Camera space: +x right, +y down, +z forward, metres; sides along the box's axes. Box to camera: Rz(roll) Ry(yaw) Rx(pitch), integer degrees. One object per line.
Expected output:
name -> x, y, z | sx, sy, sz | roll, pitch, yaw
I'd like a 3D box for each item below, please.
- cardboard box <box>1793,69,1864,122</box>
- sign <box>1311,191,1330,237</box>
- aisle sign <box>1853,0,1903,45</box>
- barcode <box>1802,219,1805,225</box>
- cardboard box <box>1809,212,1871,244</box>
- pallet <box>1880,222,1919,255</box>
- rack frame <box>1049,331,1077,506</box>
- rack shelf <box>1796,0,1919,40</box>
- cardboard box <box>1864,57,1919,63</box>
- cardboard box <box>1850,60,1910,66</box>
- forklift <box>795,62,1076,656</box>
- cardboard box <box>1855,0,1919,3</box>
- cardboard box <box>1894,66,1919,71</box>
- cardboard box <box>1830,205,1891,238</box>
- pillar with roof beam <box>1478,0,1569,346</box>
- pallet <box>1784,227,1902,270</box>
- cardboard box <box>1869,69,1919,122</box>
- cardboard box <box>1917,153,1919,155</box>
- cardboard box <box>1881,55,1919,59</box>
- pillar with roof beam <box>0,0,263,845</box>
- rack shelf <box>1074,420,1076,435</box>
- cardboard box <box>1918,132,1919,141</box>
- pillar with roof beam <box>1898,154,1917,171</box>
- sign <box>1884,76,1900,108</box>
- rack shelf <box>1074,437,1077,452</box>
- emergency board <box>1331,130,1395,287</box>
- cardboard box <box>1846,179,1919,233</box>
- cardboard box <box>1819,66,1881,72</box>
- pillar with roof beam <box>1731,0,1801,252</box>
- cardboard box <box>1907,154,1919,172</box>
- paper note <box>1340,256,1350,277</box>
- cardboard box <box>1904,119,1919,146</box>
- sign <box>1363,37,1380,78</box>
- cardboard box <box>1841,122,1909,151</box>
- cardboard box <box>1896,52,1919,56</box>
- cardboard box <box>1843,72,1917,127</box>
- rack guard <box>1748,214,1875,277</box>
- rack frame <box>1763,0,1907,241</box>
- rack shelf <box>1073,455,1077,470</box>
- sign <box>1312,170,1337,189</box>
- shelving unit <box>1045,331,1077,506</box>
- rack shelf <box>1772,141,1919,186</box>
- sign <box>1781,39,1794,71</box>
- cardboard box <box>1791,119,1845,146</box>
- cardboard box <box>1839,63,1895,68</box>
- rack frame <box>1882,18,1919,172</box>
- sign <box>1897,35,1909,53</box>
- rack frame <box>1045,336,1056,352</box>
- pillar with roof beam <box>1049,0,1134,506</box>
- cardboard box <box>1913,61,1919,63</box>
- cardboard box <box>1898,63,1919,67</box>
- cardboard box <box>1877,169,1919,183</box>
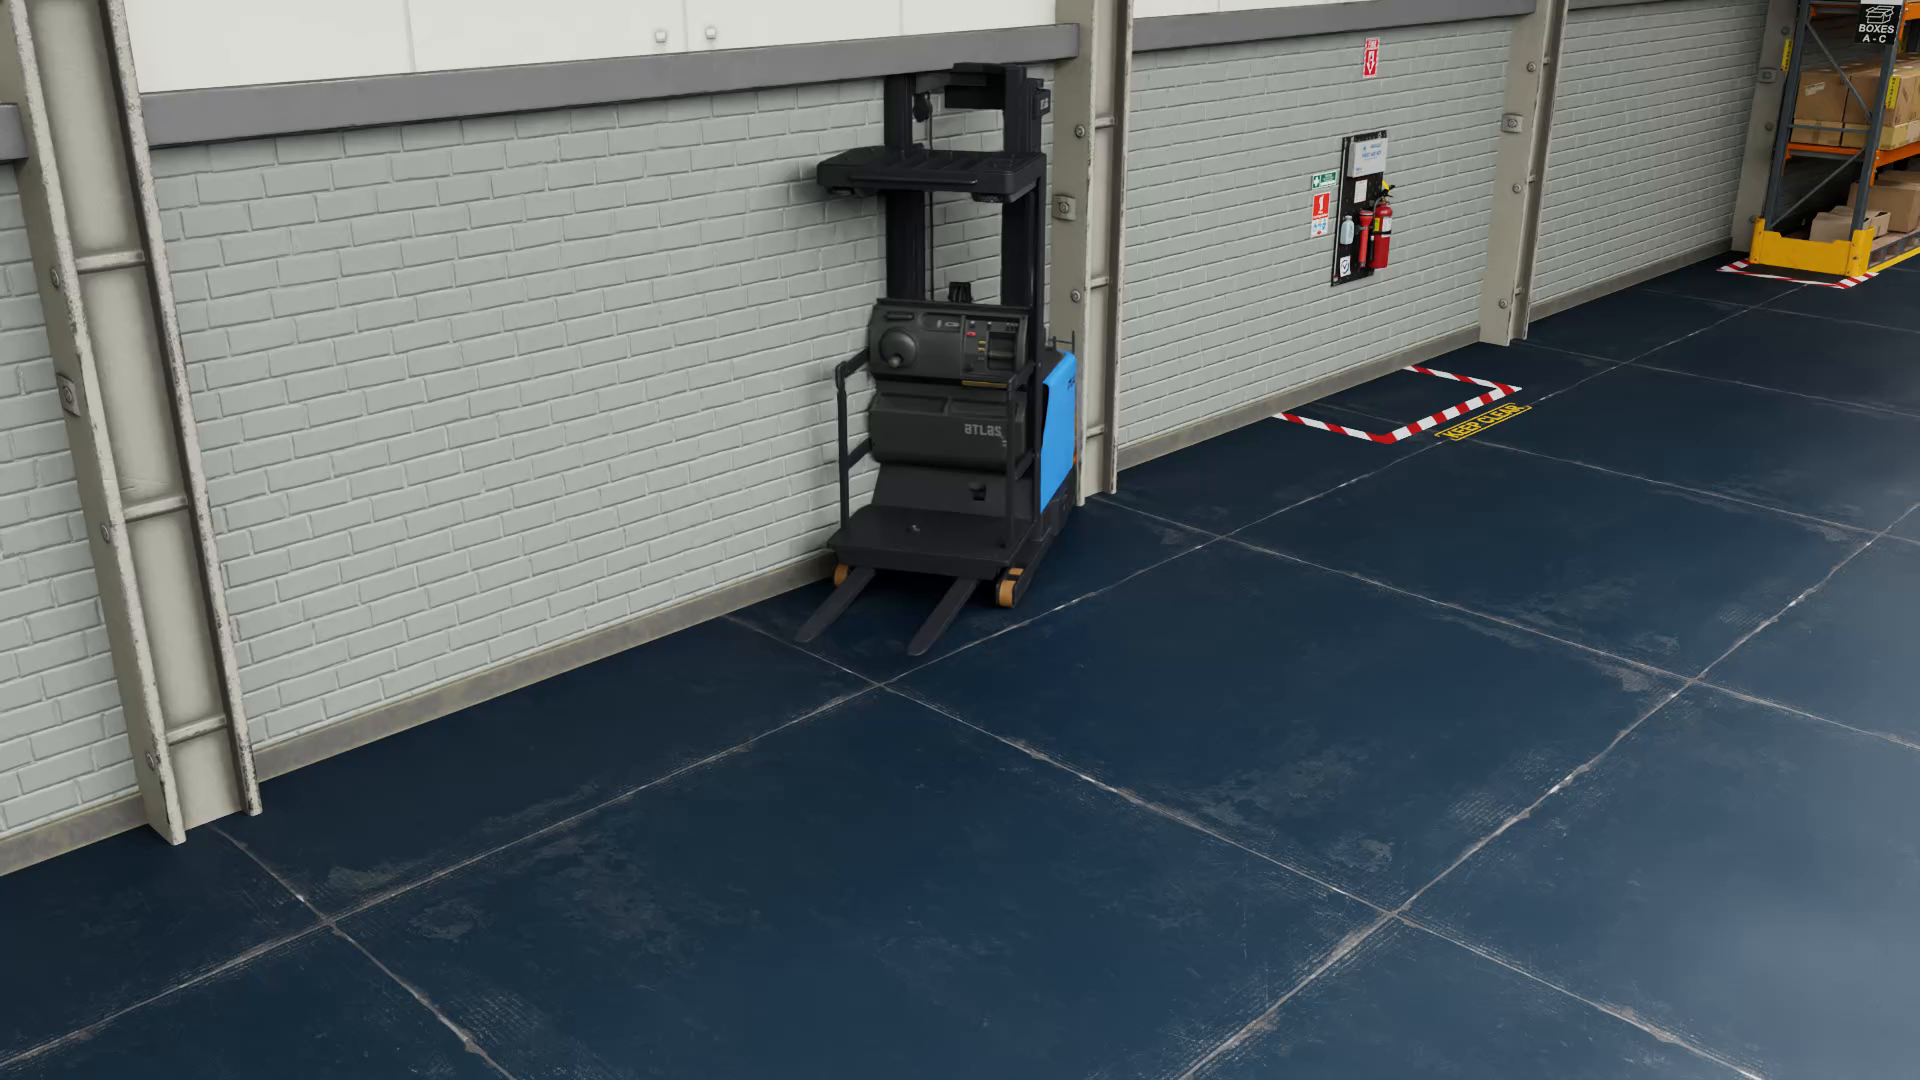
cardboard box -> 9.509, -4.869, 18.196 | 0.500, 0.500, 0.500 | 19, 28, 40
sign -> 2.804, -2.534, 12.936 | 0.001, 0.329, 0.234 | 19, 28, 41
aisle sign -> 9.497, -5.525, 17.144 | 0.394, 0.787, 0.004 | 19, 28, 41
barcode -> 9.606, -3.620, 18.932 | 0.001, 0.075, 0.075 | 19, 28, 41
cardboard box -> 9.880, -3.511, 18.662 | 0.500, 0.311, 0.500 | 15, 26, 35
pallet -> 10.829, -3.635, 19.737 | 1.003, 0.211, 1.213 | 19, 28, 41
rack frame -> 0.679, -0.812, 11.065 | 0.240, 1.200, 0.006 | 16, 26, 42
rack shelf -> 10.728, -5.983, 18.782 | 1.077, 0.370, 4.000 | 19, 28, 41
cardboard box -> 10.930, -5.395, 19.566 | 0.500, 0.500, 0.500 | -19, 28, -41
cardboard box -> 10.576, -5.259, 19.212 | 0.500, 0.500, 0.500 | -20, 29, -41
forklift -> -0.124, -1.131, 9.431 | 1.130, 2.935, 3.031 | 6, 22, 15
cardboard box -> 9.745, -5.884, 17.355 | 0.500, 0.500, 0.500 | -19, 28, -41
cardboard box -> 10.598, -4.998, 18.532 | 0.500, 0.500, 0.500 | 18, 27, 39
cardboard box -> 10.277, -3.657, 19.043 | 0.500, 0.311, 0.500 | -17, 27, -38
pillar with roof beam -> 8.100, -4.982, 10.993 | 9.100, 9.000, 0.400 | 19, 28, 41
pallet -> 9.978, -3.323, 18.925 | 1.003, 0.211, 1.213 | 19, 28, 41
cardboard box -> 10.233, -4.866, 18.190 | 0.500, 0.500, 0.500 | 19, 28, 41
cardboard box -> 12.949, -4.810, 21.780 | 0.700, 0.500, 0.500 | 19, 28, 40
cardboard box -> 11.282, -5.522, 19.896 | 0.500, 0.500, 0.500 | 19, 28, 40
pillar with roof beam -> -0.271, -1.897, 2.968 | 9.100, 9.000, 0.400 | 19, 28, 41
rack shelf -> 0.616, -0.746, 11.018 | 0.258, 0.103, 0.180 | 16, 26, 42
cardboard box -> 10.612, -4.657, 18.690 | 0.500, 0.250, 0.500 | 19, 28, 40
pillar with roof beam -> 16.471, -8.066, 19.018 | 9.100, 9.000, 0.400 | 19, 28, 41
sign -> 9.721, -4.673, 17.345 | 0.100, 0.325, 0.005 | 19, 28, 41
rack shelf -> 0.620, -0.633, 11.057 | 0.258, 0.103, 0.180 | 16, 26, 42
emergency board -> 3.264, -2.633, 13.245 | 0.194, 1.169, 0.643 | 19, 28, 41
cardboard box -> 10.825, -3.921, 19.467 | 0.700, 0.500, 0.500 | 17, 27, 37
cardboard box -> 9.867, -4.996, 18.527 | 0.500, 0.500, 0.500 | -20, 29, -41
pillar with roof beam -> 12.285, -6.524, 15.006 | 9.100, 9.000, 0.400 | 19, 28, 41
cardboard box -> 12.624, -4.665, 21.402 | 0.500, 0.500, 0.700 | -19, 28, -40
paper note -> 3.091, -2.194, 13.329 | 0.016, 0.148, 0.142 | 19, 28, 41
cardboard box -> 10.252, -4.527, 18.353 | 0.500, 0.250, 0.500 | 18, 28, 39
sign -> 3.187, -3.738, 12.888 | 0.001, 0.298, 0.199 | 19, 28, 41
cardboard box -> 9.900, -4.390, 17.997 | 0.500, 0.250, 0.500 | 18, 28, 39
cardboard box -> 11.645, -5.654, 20.240 | 0.500, 0.500, 0.500 | 18, 28, 39
cardboard box -> 9.881, -4.742, 17.866 | 0.500, 0.500, 0.500 | 19, 28, 41
rack guard -> 9.385, -3.258, 18.353 | 1.175, 0.500, 0.348 | 19, 28, 41
rack frame -> 9.332, -4.405, 17.854 | 1.000, 3.000, 0.127 | 19, 28, 41
rack shelf -> 0.625, -0.519, 11.095 | 0.258, 0.103, 0.180 | 16, 26, 42
sign -> 2.814, -2.780, 12.838 | 0.001, 0.109, 0.331 | 19, 28, 41
shelving unit -> 0.614, -0.788, 11.004 | 0.258, 1.200, 0.189 | 16, 26, 42
rack shelf -> 10.728, -4.583, 19.321 | 1.077, 0.370, 4.000 | 19, 28, 41
sign -> 8.949, -5.237, 17.964 | 0.100, 0.325, 0.005 | 19, 28, 41
cardboard box -> 9.520, -4.513, 18.316 | 0.500, 0.250, 0.500 | -20, 28, -41
cardboard box -> 10.225, -5.130, 18.875 | 0.500, 0.500, 0.500 | 18, 28, 39
rack frame -> 12.123, -5.433, 20.529 | 1.000, 3.000, 0.127 | 19, 28, 41
sign -> 11.723, -6.112, 20.680 | 0.100, 0.325, 0.005 | 19, 28, 41
rack frame -> 0.550, -0.765, 10.943 | 0.240, 1.200, 0.006 | 16, 26, 42
pillar with roof beam -> 3.914, -3.439, 6.980 | 9.100, 9.000, 0.400 | 19, 28, 41
cardboard box -> 11.312, -5.267, 19.233 | 0.500, 0.500, 0.500 | 18, 28, 39
cardboard box -> 10.949, -5.133, 18.885 | 0.500, 0.500, 0.500 | -19, 28, -40
cardboard box -> 11.427, -4.195, 20.178 | 0.500, 0.500, 0.500 | 17, 27, 37
